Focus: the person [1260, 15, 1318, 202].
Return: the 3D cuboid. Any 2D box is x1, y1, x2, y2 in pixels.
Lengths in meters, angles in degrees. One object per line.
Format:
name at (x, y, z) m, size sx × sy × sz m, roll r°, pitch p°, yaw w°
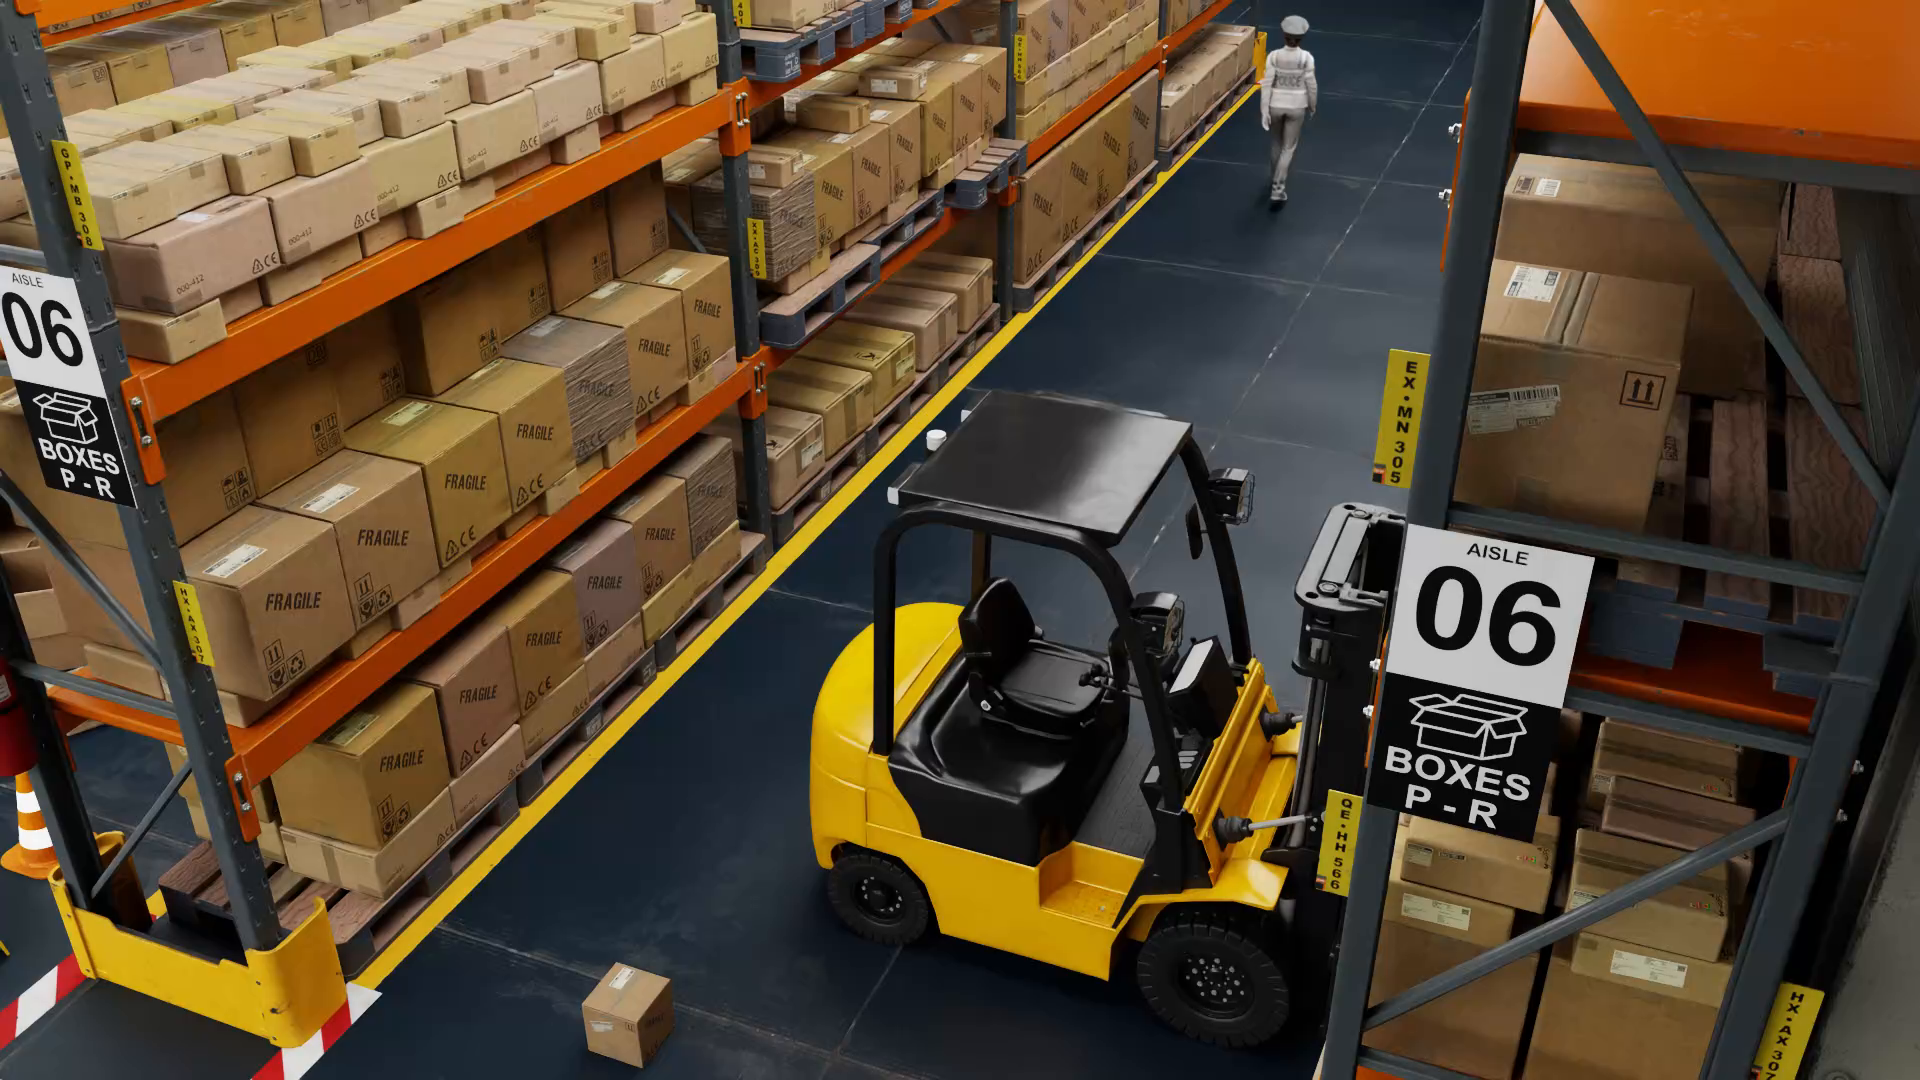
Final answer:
person at (3.033, -4.000, 15.331) m, size 0.491 × 1.637 × 0.986 m, roll 12°, pitch 32°, yaw 19°
